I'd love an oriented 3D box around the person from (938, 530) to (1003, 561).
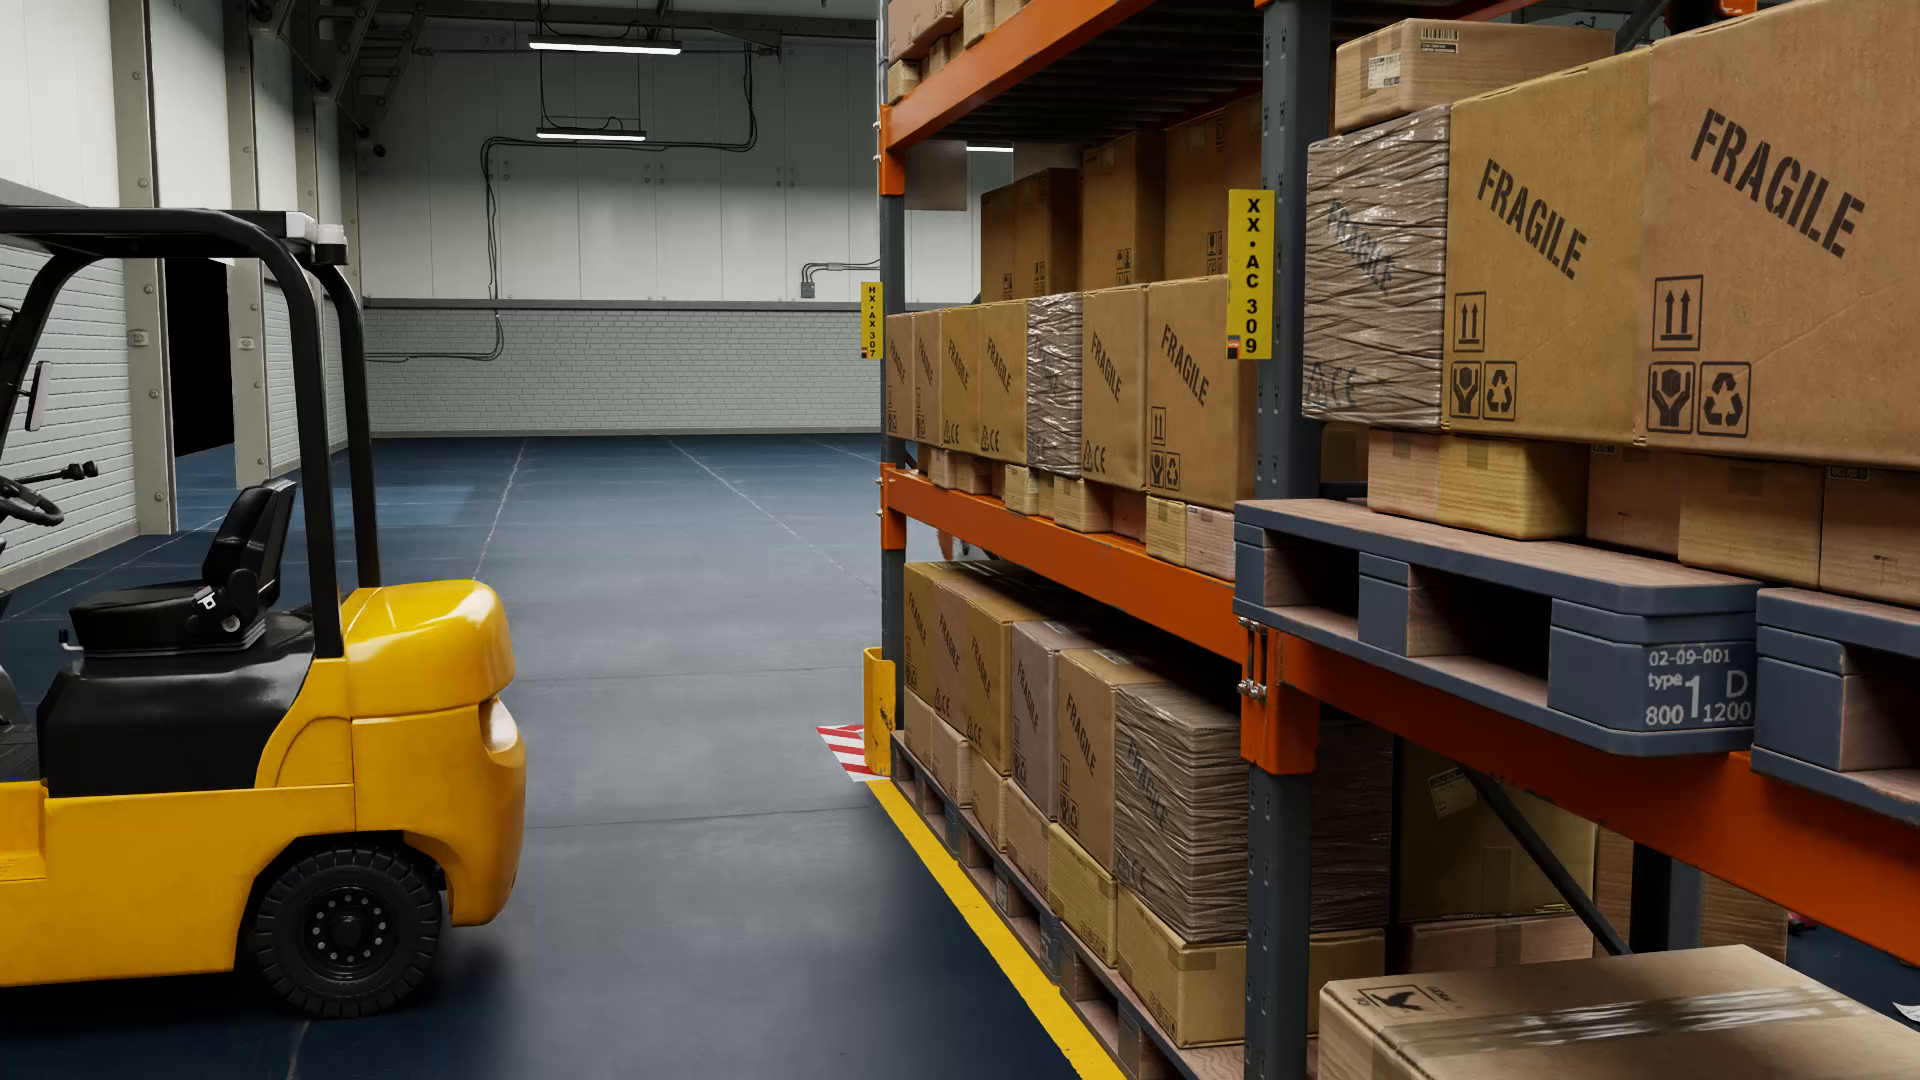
[{"bbox_3d":[0.158,0.065,10.443,0.541,1.158,0.817,-2,6,-14],"label":"person"}]
